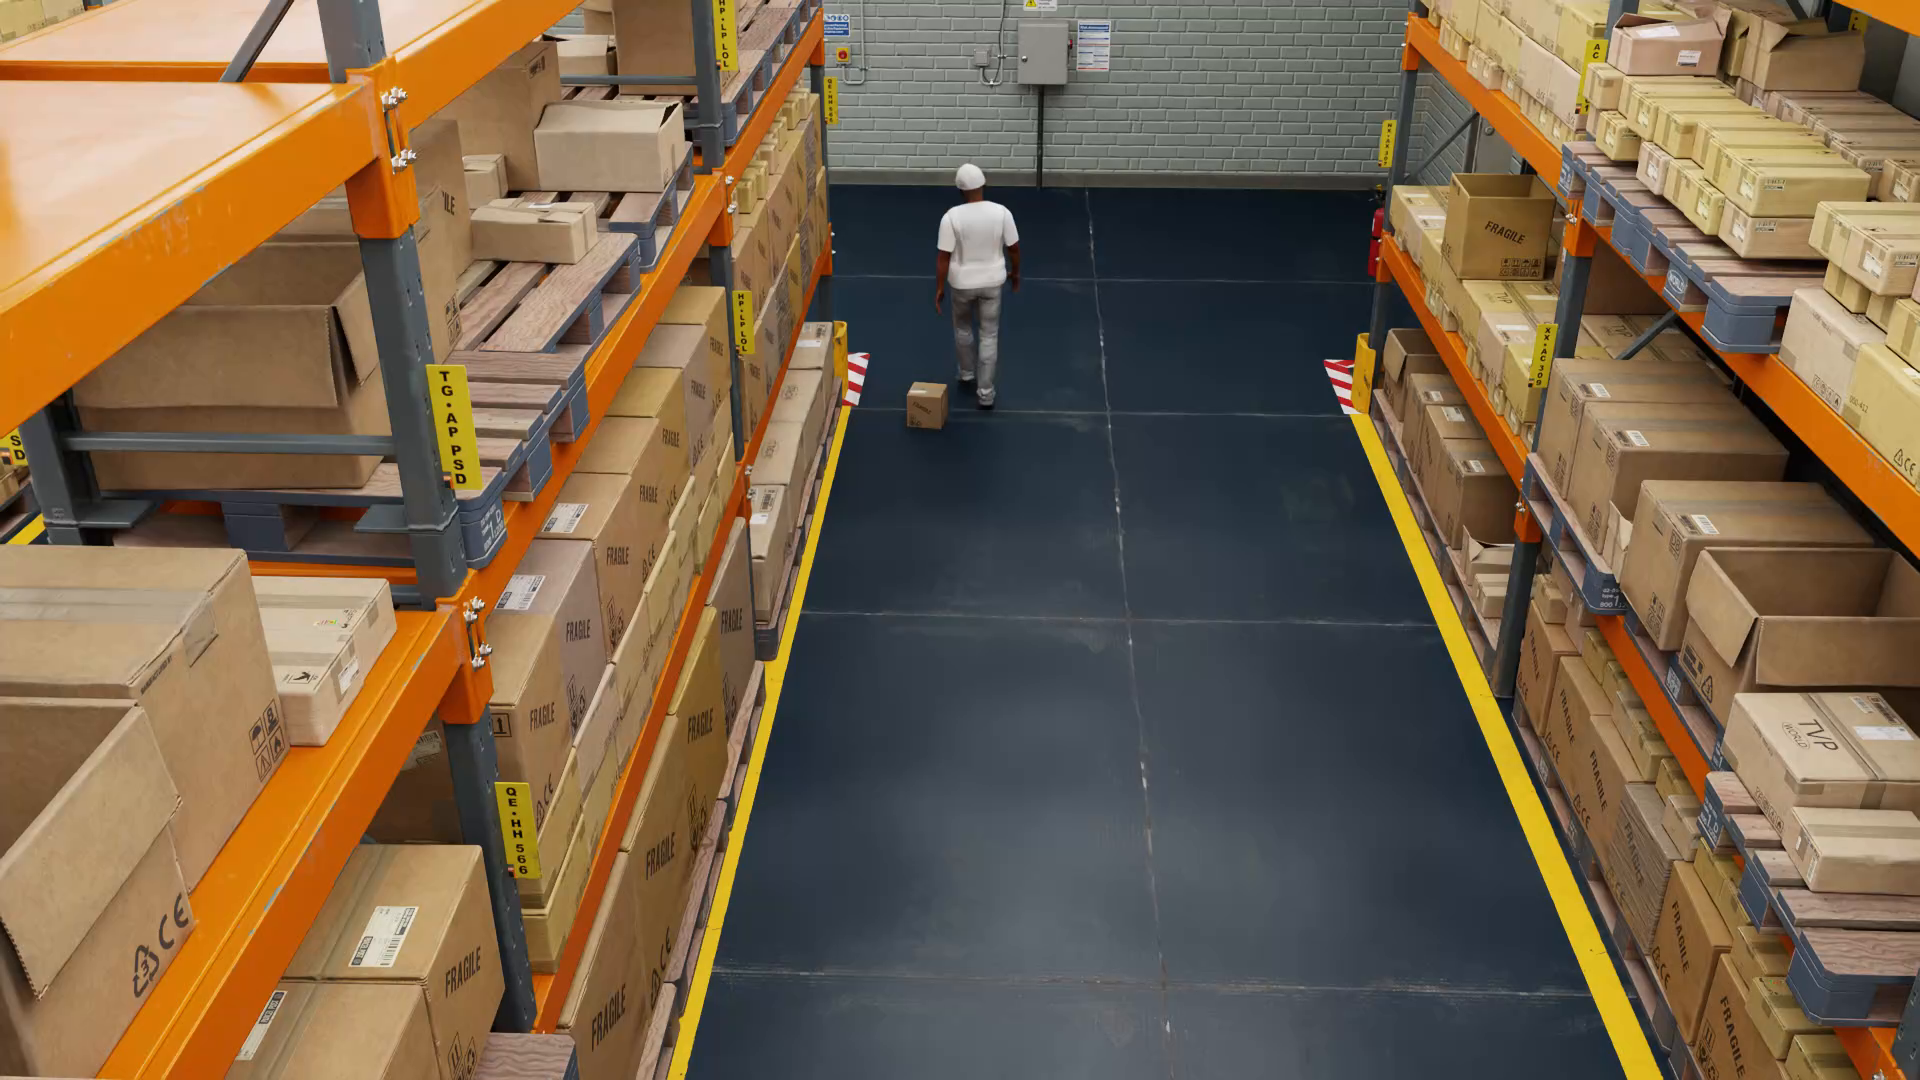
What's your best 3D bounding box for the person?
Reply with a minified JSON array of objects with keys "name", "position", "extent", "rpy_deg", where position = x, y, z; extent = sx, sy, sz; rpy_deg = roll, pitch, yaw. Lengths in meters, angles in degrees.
[{"name":"person","position":[0.126,-1.885,12.196],"extent":[0.645,1.796,0.779],"rpy_deg":[-2,28,-3]}]
